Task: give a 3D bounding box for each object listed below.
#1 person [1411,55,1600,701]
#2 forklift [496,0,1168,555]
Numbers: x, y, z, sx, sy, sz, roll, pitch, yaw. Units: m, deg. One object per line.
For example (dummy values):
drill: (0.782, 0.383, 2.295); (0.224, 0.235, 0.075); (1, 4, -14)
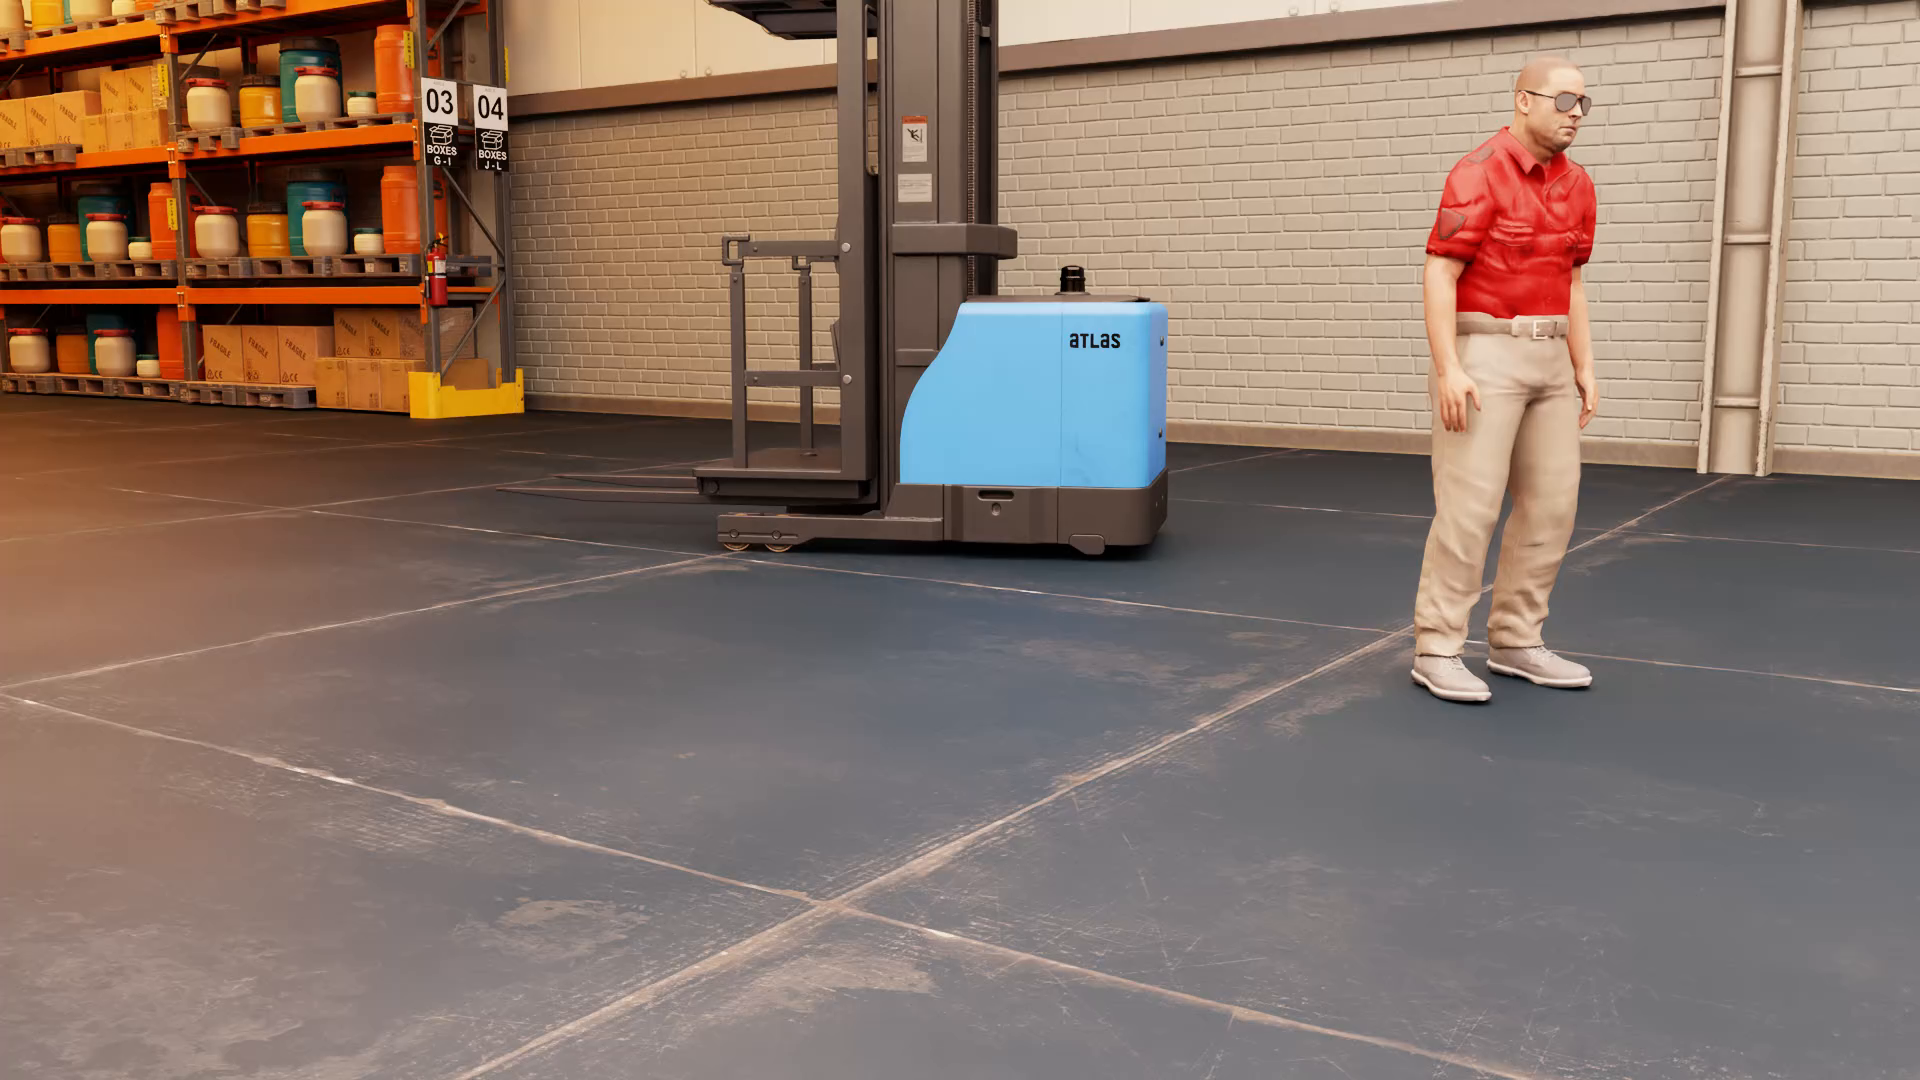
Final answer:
person: (1.534, -0.449, 4.623); (0.597, 1.727, 0.388); (-4, 9, -27)
forklift: (-0.596, -1.469, 7.520); (3.031, 2.935, 1.130); (2, 8, 12)
